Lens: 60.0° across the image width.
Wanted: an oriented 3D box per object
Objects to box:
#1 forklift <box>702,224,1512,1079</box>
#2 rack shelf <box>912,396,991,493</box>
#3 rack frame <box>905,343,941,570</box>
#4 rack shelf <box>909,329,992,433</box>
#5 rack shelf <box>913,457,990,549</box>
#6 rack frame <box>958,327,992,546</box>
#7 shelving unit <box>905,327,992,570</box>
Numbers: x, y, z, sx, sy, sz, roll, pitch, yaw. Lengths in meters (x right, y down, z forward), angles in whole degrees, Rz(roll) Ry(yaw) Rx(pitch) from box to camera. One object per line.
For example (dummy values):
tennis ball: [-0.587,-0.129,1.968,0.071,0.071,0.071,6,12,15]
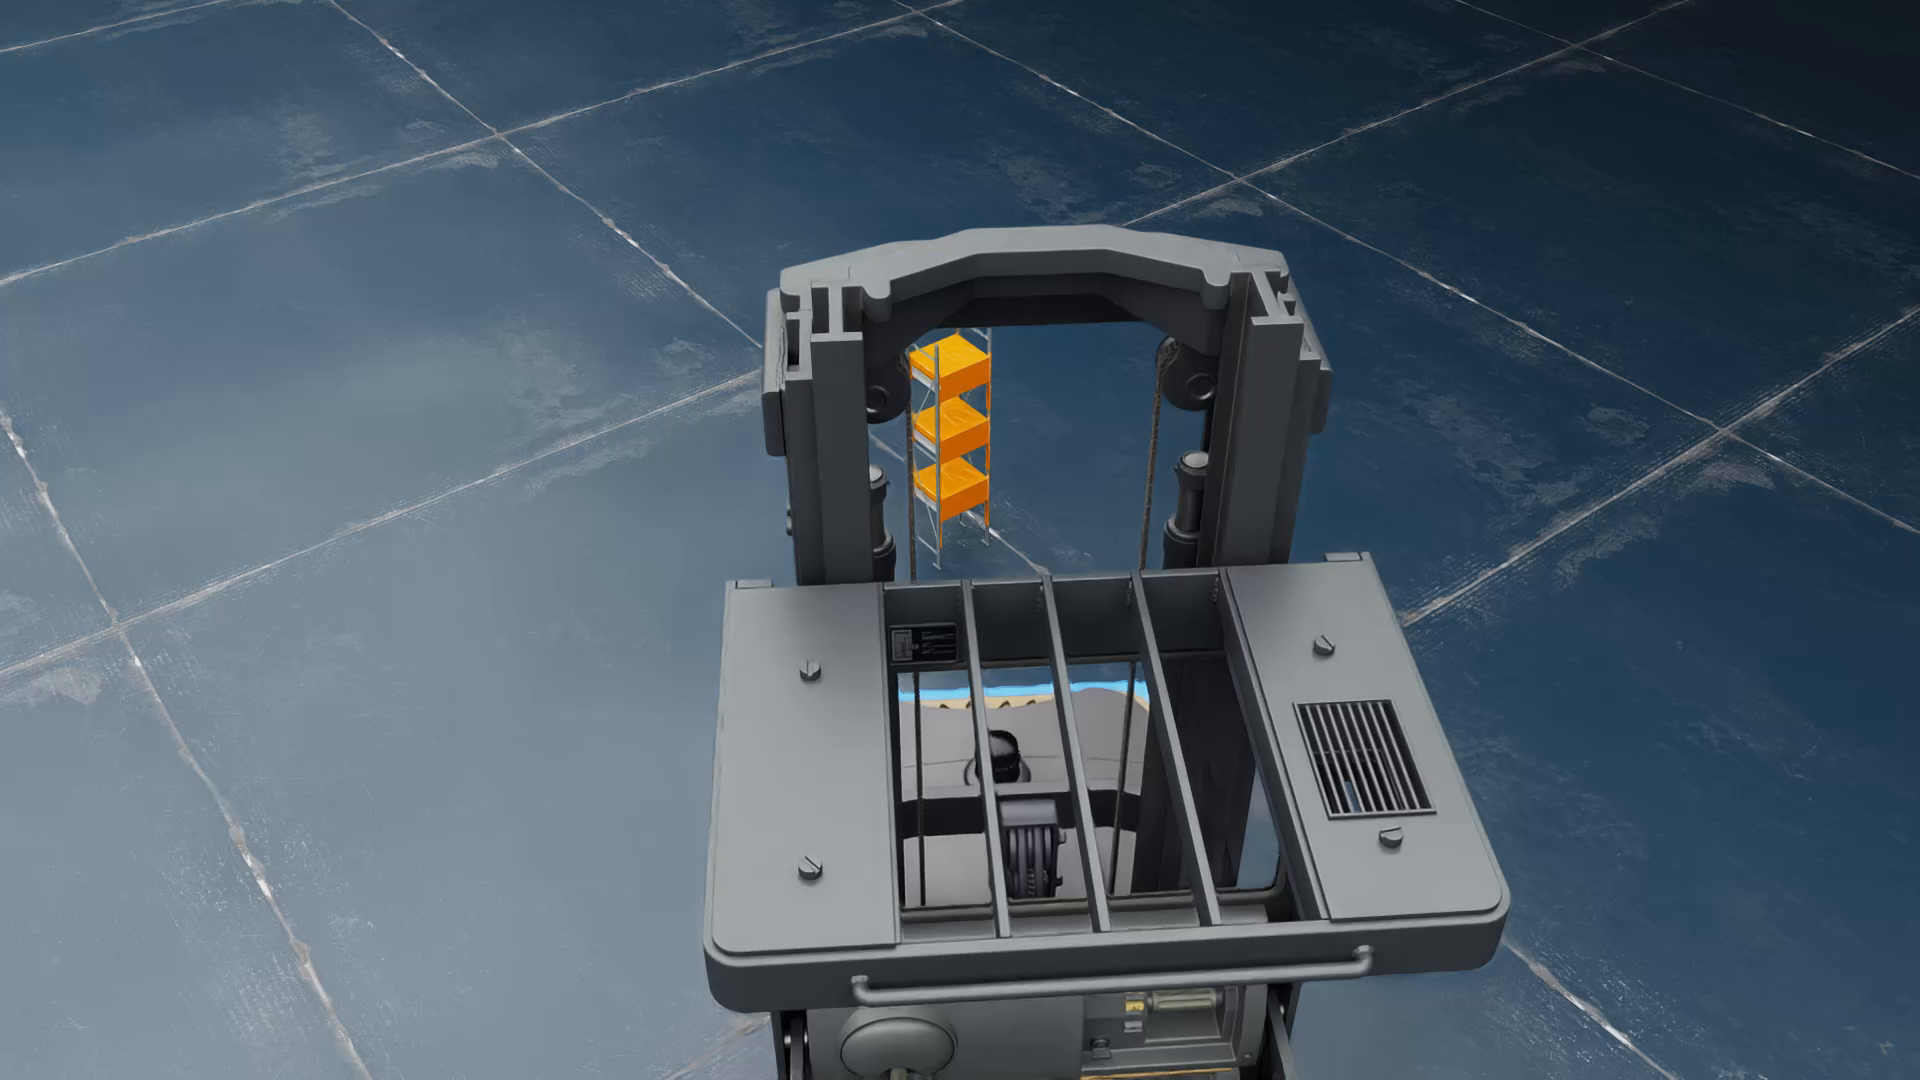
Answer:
forklift: [0.174,1.029,3.185,1.130,2.935,3.031,-3,39,-3]
rack shelf: [-0.042,-0.377,6.399,0.240,0.259,0.215,-26,46,-28]
rack frame: [-0.139,-0.338,6.334,0.008,1.050,0.200,-26,46,-28]
rack shelf: [-0.042,-0.596,6.219,0.240,0.259,0.215,-26,46,-28]
rack shelf: [-0.042,-0.162,6.575,0.240,0.259,0.215,-26,46,-28]
rack frame: [0.054,-0.432,6.449,0.008,1.050,0.200,-26,46,-28]
shelving unit: [-0.042,-0.385,6.392,0.252,1.050,0.215,-26,46,-28]
